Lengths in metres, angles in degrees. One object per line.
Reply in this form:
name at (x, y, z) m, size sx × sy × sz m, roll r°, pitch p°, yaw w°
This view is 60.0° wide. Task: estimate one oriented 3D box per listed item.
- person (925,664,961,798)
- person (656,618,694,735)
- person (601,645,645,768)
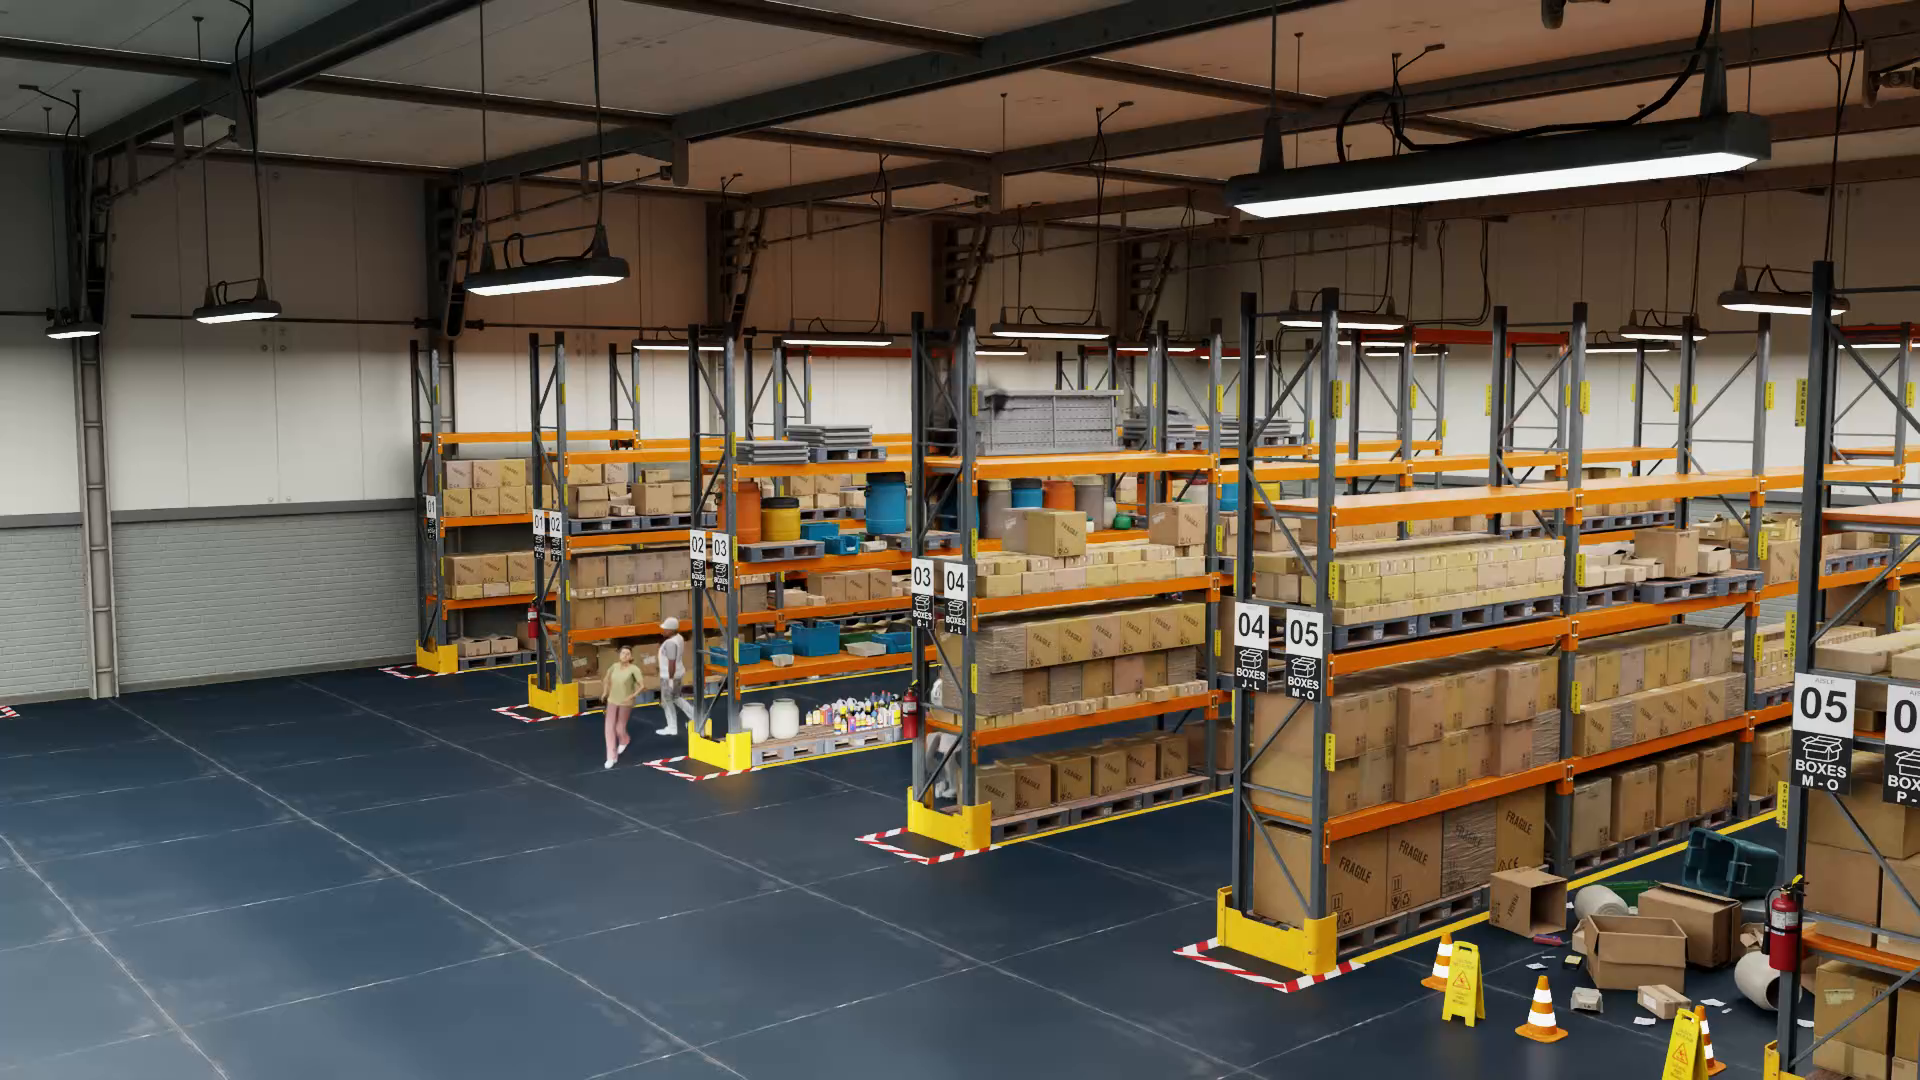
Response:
person at (-0.220, 2.368, 20.666) m, size 0.682 × 1.744 × 0.707 m, roll 5°, pitch 7°, yaw 41°
person at (-4.139, 1.981, 24.186) m, size 0.648 × 1.756 × 0.615 m, roll 1°, pitch 5°, yaw 11°
person at (-4.606, 2.259, 22.799) m, size 0.614 × 1.638 × 0.731 m, roll 1°, pitch 5°, yaw 9°
